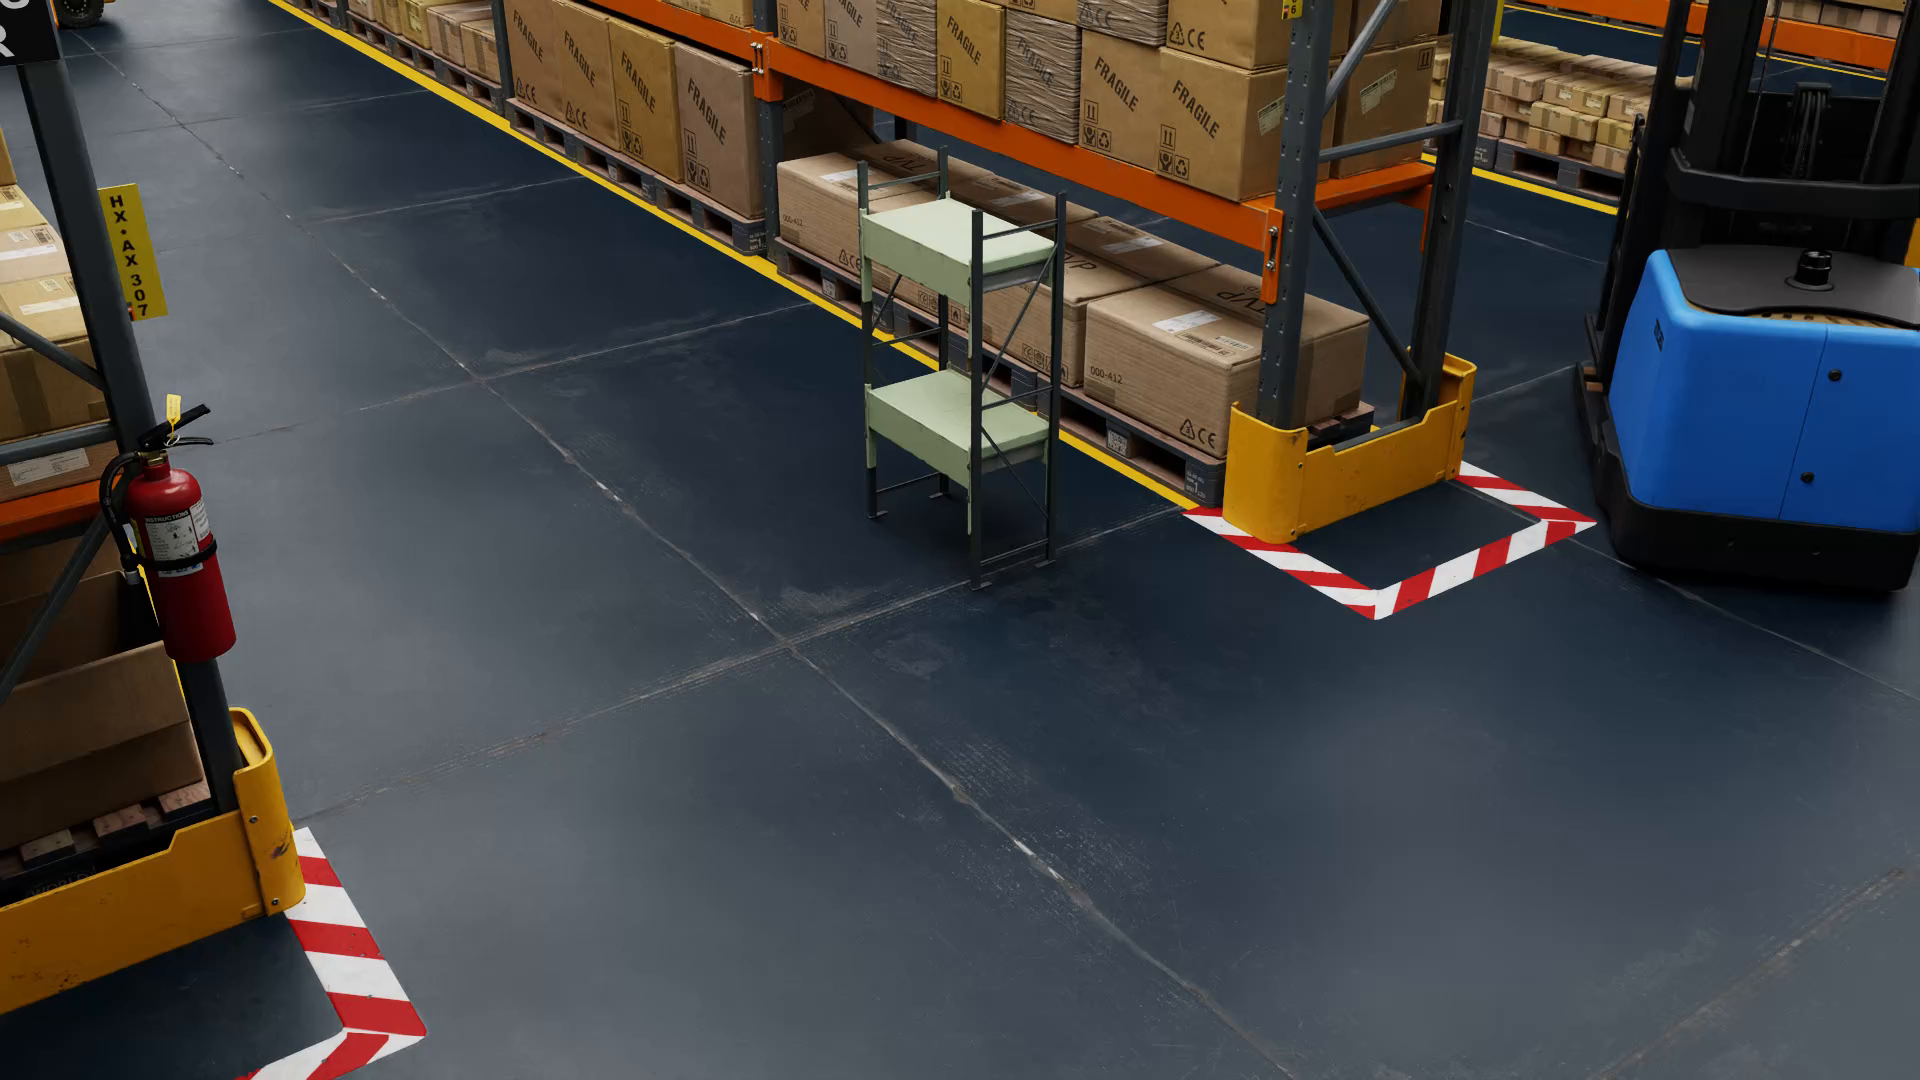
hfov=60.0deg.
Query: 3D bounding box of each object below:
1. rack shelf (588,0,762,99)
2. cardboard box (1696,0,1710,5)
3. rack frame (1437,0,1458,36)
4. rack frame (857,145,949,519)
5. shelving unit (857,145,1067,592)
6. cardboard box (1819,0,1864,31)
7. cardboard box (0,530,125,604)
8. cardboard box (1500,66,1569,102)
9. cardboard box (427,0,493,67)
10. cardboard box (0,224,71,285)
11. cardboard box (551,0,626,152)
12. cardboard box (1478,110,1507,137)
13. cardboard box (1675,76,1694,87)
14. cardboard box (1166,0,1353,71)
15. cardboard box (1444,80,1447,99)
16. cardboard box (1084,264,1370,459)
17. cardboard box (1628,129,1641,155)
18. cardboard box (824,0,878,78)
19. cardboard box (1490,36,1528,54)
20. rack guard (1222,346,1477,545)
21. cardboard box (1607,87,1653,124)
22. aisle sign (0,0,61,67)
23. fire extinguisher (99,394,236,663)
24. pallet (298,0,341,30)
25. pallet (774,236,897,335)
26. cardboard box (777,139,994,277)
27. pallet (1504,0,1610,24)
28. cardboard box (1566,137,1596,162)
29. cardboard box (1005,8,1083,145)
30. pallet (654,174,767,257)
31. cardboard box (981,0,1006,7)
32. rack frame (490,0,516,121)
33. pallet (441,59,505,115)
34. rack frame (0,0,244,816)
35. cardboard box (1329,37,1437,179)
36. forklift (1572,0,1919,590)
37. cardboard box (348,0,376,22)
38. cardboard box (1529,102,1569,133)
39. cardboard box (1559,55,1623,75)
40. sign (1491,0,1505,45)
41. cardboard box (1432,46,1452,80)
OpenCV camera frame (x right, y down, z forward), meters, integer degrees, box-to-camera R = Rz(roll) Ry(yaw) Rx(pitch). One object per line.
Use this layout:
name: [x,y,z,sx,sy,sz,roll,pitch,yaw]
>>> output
rack shelf: [-1.852,-3.541,10.881,1.077,0.370,4.000,-19,34,-31]
cardboard box: [4.615,-3.276,9.902,0.380,0.149,0.250,-20,35,-33]
rack frame: [3.281,-4.489,11.873,1.000,3.000,0.127,-19,34,-31]
rack frame: [-0.216,-0.804,6.659,0.400,1.500,0.023,-19,34,-31]
shelving unit: [-0.004,-0.662,6.397,0.431,1.500,0.755,-19,34,-31]
cardboard box: [5.069,-2.979,9.356,0.380,0.149,0.250,-19,34,-31]
cardboard box: [-3.155,0.158,5.495,0.700,0.500,0.500,-17,33,-29]
cardboard box: [3.862,-3.066,11.177,0.380,0.149,0.250,-18,33,-30]
cardboard box: [-3.767,-4.171,13.601,0.950,0.372,0.625,-19,34,-32]
cardboard box: [-2.750,-0.661,4.669,0.500,0.250,0.500,-18,33,-30]
cardboard box: [-2.166,-3.246,11.370,0.875,0.875,0.875,-18,33,-30]
cardboard box: [3.760,-2.920,11.530,0.380,0.149,0.250,-20,34,-32]
cardboard box: [4.795,-2.931,10.928,0.380,0.149,0.250,-18,33,-30]
cardboard box: [1.154,-2.129,6.375,0.500,0.500,0.500,-18,33,-29]
cardboard box: [3.621,-3.164,11.668,0.380,0.149,0.250,-19,34,-31]
cardboard box: [1.164,-0.812,7.347,0.875,0.438,0.875,-20,34,-32]
cardboard box: [4.449,-2.522,10.486,0.380,0.149,0.250,-18,33,-30]
cardboard box: [-0.345,-2.672,8.422,0.500,0.500,0.500,-19,34,-30]
cardboard box: [3.880,-3.528,12.026,0.380,0.149,0.250,-18,33,-30]
rack guard: [1.642,-0.417,6.993,1.175,0.500,0.348,-19,34,-31]
cardboard box: [4.373,-2.782,10.654,0.380,0.149,0.250,-20,34,-32]
aisle sign: [-2.134,-1.346,3.362,0.394,0.787,0.004,-19,34,-31]
fire extinguisher: [-1.951,-0.022,4.119,0.296,0.674,0.183,-19,34,-31]
pallet: [-5.751,-5.215,16.132,1.003,0.211,1.213,-19,34,-31]
pallet: [-0.315,-1.537,9.359,1.003,0.211,1.213,-19,34,-31]
cardboard box: [-0.415,-1.864,9.284,0.875,0.438,0.875,-19,34,-31]
pallet: [6.159,-5.351,16.382,1.003,0.211,1.213,-19,34,-31]
cardboard box: [4.231,-2.616,10.971,0.380,0.149,0.250,-18,33,-29]
cardboard box: [0.547,-2.079,7.331,0.500,0.500,0.500,-18,33,-29]
pallet: [-1.201,-2.133,10.457,1.003,0.211,1.213,-19,34,-31]
cardboard box: [0.253,-2.713,7.451,0.500,0.500,0.500,-19,34,-31]
rack frame: [-3.012,-4.634,12.141,1.000,3.000,0.127,-19,34,-31]
pallet: [-3.465,-3.713,13.366,1.003,0.211,1.213,-19,34,-31]
rack frame: [-2.413,-0.149,3.881,1.000,3.000,0.127,-19,34,-31]
cardboard box: [1.583,-1.834,6.880,0.500,0.500,0.500,-19,34,-31]
forklift: [3.428,-1.785,6.966,1.130,2.935,3.031,7,29,12]
cardboard box: [-5.026,-5.016,15.157,0.950,0.372,0.625,-18,33,-30]
cardboard box: [4.011,-2.829,11.051,0.380,0.149,0.250,-19,34,-31]
cardboard box: [4.350,-3.231,11.479,0.380,0.149,0.250,-21,35,-33]
sign: [2.084,-2.091,6.467,0.100,0.325,0.005,-19,34,-31]
cardboard box: [3.424,-3.367,11.731,0.380,0.149,0.250,-17,33,-28]
